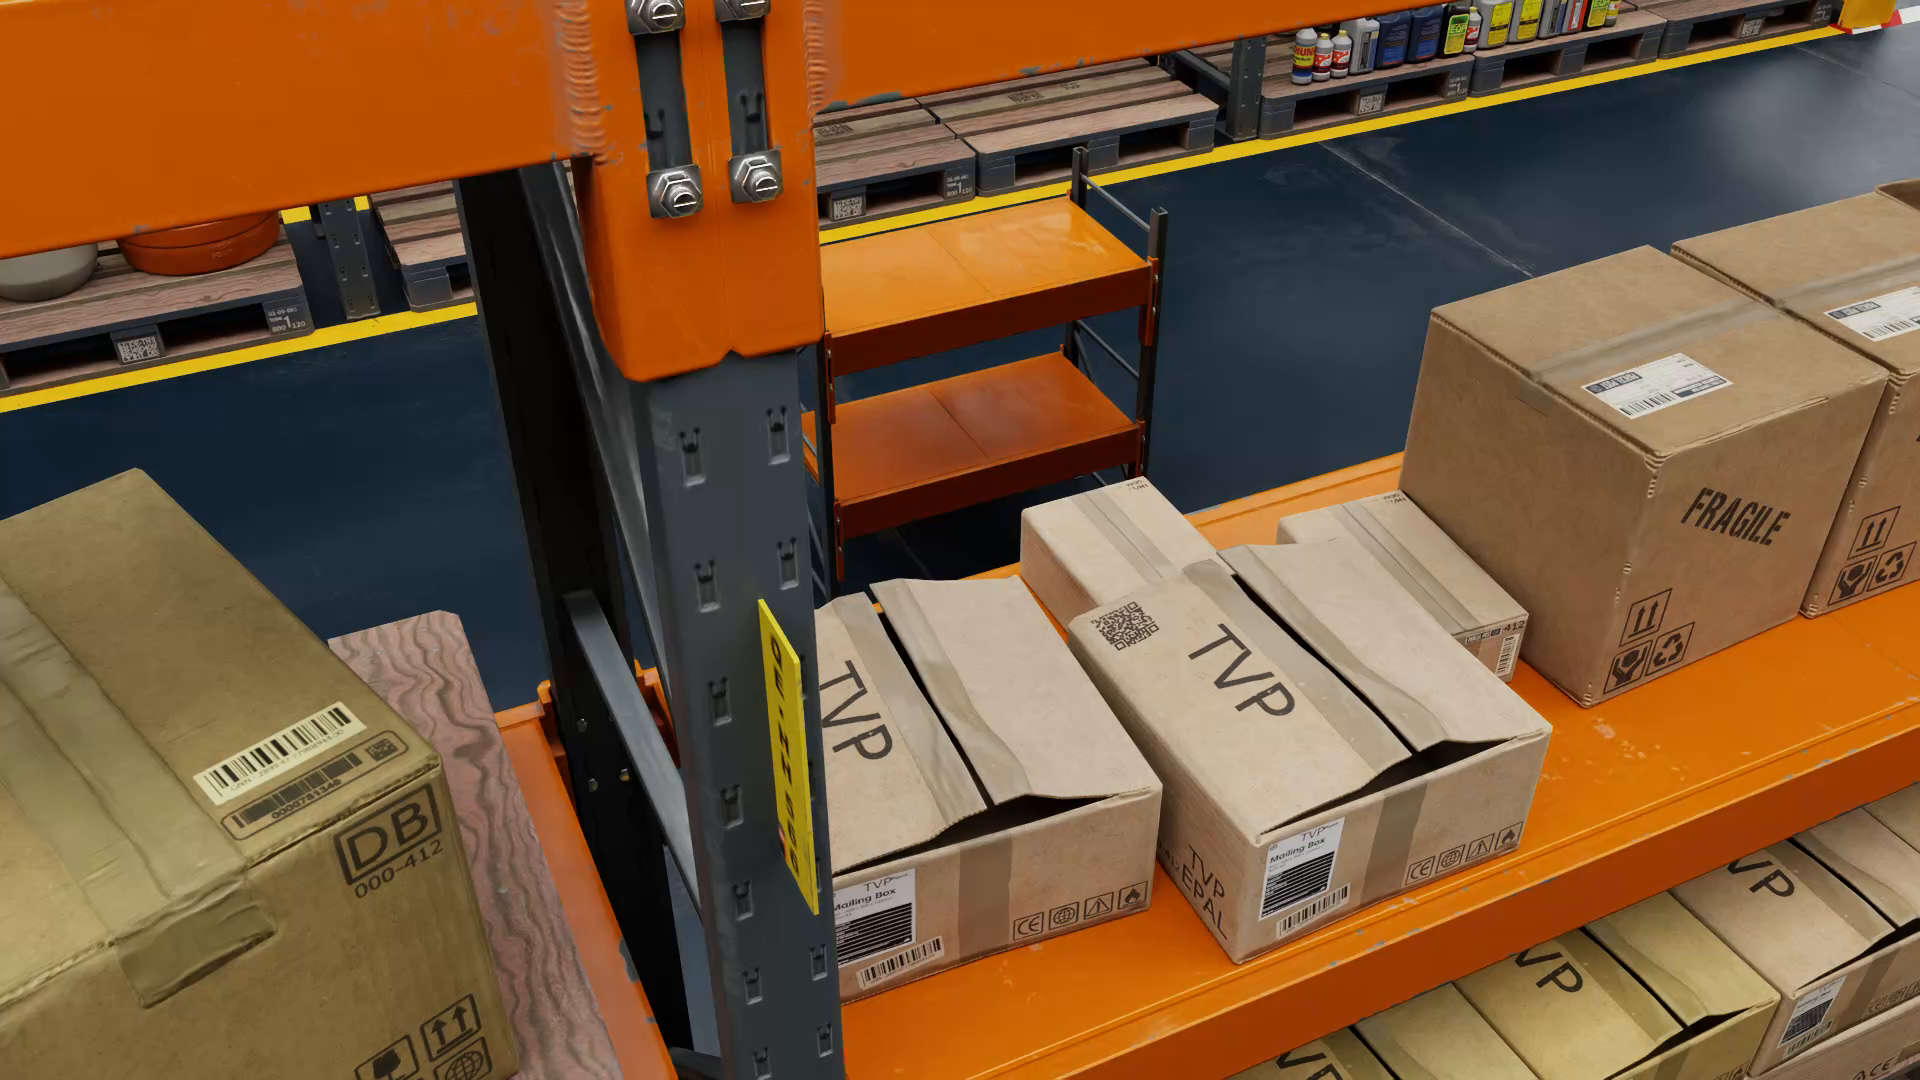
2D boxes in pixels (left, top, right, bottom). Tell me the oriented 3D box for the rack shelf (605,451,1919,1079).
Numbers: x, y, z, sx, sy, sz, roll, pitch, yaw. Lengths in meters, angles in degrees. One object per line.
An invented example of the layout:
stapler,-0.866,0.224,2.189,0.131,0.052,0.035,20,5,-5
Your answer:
rack shelf,1.412,0.133,3.157,4.000,0.370,1.077,-16,39,-20

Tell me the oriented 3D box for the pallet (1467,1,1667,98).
pallet,2.853,-2.674,8.677,1.213,0.211,1.003,-16,39,-20

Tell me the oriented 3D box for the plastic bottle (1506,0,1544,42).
plastic bottle,2.752,-2.631,8.133,0.185,0.351,0.144,-14,39,-18

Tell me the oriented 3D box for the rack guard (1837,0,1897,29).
rack guard,4.693,-3.299,9.278,0.348,0.500,1.175,-16,39,-20

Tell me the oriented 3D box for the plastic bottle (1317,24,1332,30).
plastic bottle,1.841,-2.711,8.304,0.135,0.276,0.152,-16,39,-20

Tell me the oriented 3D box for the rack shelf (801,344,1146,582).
rack shelf,-0.006,-0.254,5.058,1.000,0.278,0.538,-16,39,-20

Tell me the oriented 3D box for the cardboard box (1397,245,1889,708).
cardboard box,1.113,-0.124,2.815,0.500,0.500,0.500,-18,40,-22

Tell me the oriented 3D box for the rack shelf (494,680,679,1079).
rack shelf,-2.209,1.145,1.792,4.000,0.370,1.077,-16,39,-20

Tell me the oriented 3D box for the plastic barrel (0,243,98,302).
plastic barrel,-3.409,-1.168,6.042,0.421,0.512,0.421,0,37,0

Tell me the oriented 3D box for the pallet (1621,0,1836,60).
pallet,3.955,-2.980,9.091,1.213,0.211,1.003,-16,39,-20

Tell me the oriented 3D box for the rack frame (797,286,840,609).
rack frame,-0.466,-0.321,4.739,0.032,1.125,0.500,-16,39,-20

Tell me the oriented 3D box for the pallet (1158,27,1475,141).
pallet,1.747,-2.362,8.258,1.213,0.211,1.003,-16,39,-20

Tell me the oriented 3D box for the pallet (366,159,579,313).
pallet,-1.782,-1.378,6.930,1.213,0.211,1.003,-16,39,-20

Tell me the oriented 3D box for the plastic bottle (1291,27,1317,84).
plastic bottle,1.596,-2.260,7.700,0.097,0.271,0.097,0,37,0

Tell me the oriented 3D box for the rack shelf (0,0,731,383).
rack shelf,-2.209,-0.060,0.899,4.000,0.370,1.077,-16,39,-20

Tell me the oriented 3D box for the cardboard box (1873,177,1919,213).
cardboard box,2.043,-0.384,3.166,0.500,0.500,0.500,-13,38,-17

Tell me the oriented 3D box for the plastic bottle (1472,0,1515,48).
plastic bottle,2.584,-2.584,8.070,0.185,0.351,0.144,-16,39,-20

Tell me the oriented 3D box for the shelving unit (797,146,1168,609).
shelving unit,-0.006,-0.450,4.913,1.048,1.125,0.538,-16,39,-20

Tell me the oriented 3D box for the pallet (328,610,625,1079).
pallet,-0.983,0.636,2.035,1.003,0.211,1.213,-16,39,-20

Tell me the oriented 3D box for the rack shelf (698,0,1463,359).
rack shelf,1.412,-1.072,2.264,4.000,0.370,1.077,-16,39,-20

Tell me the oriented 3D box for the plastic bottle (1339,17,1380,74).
plastic bottle,1.877,-2.358,7.829,0.135,0.276,0.152,-14,39,-18

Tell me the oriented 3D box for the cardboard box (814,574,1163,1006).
cardboard box,-0.051,0.317,2.379,0.500,0.311,0.500,-13,39,-17

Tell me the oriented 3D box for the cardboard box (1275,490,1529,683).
cardboard box,0.732,0.098,2.811,0.250,0.149,0.380,-13,38,-17

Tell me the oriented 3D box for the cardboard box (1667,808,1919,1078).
cardboard box,1.600,0.690,3.286,0.500,0.311,0.500,-16,39,-21

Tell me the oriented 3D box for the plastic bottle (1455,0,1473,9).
plastic bottle,2.498,-2.627,8.191,0.135,0.276,0.152,-16,39,-20

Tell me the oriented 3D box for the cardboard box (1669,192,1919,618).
cardboard box,1.590,-0.257,2.995,0.500,0.500,0.500,-16,39,-20

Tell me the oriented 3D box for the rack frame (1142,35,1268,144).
rack frame,1.121,-3.335,7.228,0.127,3.000,1.000,-16,39,-20

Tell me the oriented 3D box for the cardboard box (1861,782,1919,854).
cardboard box,2.056,0.565,3.455,0.500,0.311,0.500,-16,39,-20

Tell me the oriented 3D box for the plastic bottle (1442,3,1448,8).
plastic bottle,2.316,-2.501,8.026,0.097,0.271,0.097,0,37,0

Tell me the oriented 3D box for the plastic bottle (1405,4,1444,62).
plastic bottle,2.199,-2.476,7.925,0.185,0.351,0.144,-17,40,-22

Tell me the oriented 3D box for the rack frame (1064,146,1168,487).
rack frame,0.454,-0.579,5.086,0.032,1.125,0.500,-16,39,-20

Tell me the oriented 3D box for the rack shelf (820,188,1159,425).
rack shelf,-0.006,-0.685,4.738,1.000,0.278,0.538,-16,39,-20

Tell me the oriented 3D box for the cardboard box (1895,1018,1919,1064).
cardboard box,2.048,0.791,3.621,0.500,0.250,0.500,-15,39,-19

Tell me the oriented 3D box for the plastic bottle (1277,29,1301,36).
plastic bottle,1.643,-2.688,8.211,0.185,0.351,0.144,-16,39,-20

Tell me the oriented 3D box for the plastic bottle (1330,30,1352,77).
plastic bottle,1.780,-2.283,7.790,0.097,0.201,0.097,0,37,0

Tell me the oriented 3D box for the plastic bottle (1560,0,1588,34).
plastic bottle,3.026,-2.680,8.262,0.135,0.276,0.152,-15,39,-20

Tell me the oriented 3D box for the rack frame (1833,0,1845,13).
rack frame,4.742,-4.347,8.593,0.127,3.000,1.000,-16,39,-20

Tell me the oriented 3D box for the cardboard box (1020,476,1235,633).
cardboard box,0.298,0.074,2.843,0.250,0.149,0.380,-16,39,-20

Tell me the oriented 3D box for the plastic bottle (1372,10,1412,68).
plastic bottle,2.028,-2.428,7.860,0.185,0.351,0.144,-15,39,-19

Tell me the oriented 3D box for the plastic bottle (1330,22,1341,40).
plastic bottle,1.831,-2.419,7.904,0.133,0.283,0.061,-16,39,-20

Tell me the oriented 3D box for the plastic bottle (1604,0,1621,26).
plastic bottle,3.266,-2.699,8.350,0.097,0.201,0.097,0,37,0

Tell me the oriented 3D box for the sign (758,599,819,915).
sign,-0.160,0.207,1.548,0.005,0.325,0.100,-16,39,-20

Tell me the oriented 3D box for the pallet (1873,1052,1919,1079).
pallet,1.466,0.976,3.757,1.213,0.211,1.003,-16,39,-20

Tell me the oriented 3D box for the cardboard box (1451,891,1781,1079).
cardboard box,1.135,0.821,3.110,0.500,0.311,0.500,-17,40,-21

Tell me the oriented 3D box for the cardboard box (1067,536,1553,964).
cardboard box,0.493,0.264,2.451,0.500,0.311,0.500,-16,39,-20

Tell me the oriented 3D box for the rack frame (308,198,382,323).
rack frame,-2.500,-2.322,5.863,0.127,3.000,1.000,-16,39,-20

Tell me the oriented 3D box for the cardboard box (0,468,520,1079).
cardboard box,-0.921,0.361,1.809,0.500,0.500,0.700,-30,46,-34

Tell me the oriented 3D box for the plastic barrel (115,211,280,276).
plastic barrel,-2.936,-1.486,6.205,0.708,0.830,0.600,-16,39,-20

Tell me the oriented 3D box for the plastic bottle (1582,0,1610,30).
plastic bottle,3.168,-2.692,8.273,0.133,0.283,0.061,-15,39,-19

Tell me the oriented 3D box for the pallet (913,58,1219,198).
pallet,0.426,-1.995,7.763,1.213,0.211,1.003,-16,39,-20

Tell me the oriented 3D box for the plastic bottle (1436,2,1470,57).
plastic bottle,2.366,-2.468,7.971,0.133,0.283,0.061,-14,39,-18

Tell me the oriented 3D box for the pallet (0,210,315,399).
pallet,-3.196,-0.980,6.395,1.213,0.211,1.003,-16,39,-20

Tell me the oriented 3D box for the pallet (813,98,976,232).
pallet,-0.679,-1.684,7.343,1.213,0.211,1.003,-16,39,-20

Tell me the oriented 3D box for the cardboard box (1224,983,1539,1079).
cardboard box,0.672,0.949,2.938,0.500,0.311,0.500,-17,40,-21

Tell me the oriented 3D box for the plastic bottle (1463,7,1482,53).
plastic bottle,2.465,-2.475,8.049,0.097,0.201,0.097,0,37,0

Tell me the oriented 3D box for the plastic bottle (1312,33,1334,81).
plastic bottle,1.688,-2.258,7.756,0.097,0.201,0.097,0,37,0

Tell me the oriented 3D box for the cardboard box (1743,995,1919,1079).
cardboard box,1.587,0.919,3.448,0.500,0.250,0.500,-15,39,-19

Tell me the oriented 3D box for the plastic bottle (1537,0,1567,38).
plastic bottle,2.900,-2.645,8.215,0.135,0.276,0.152,-17,40,-21
